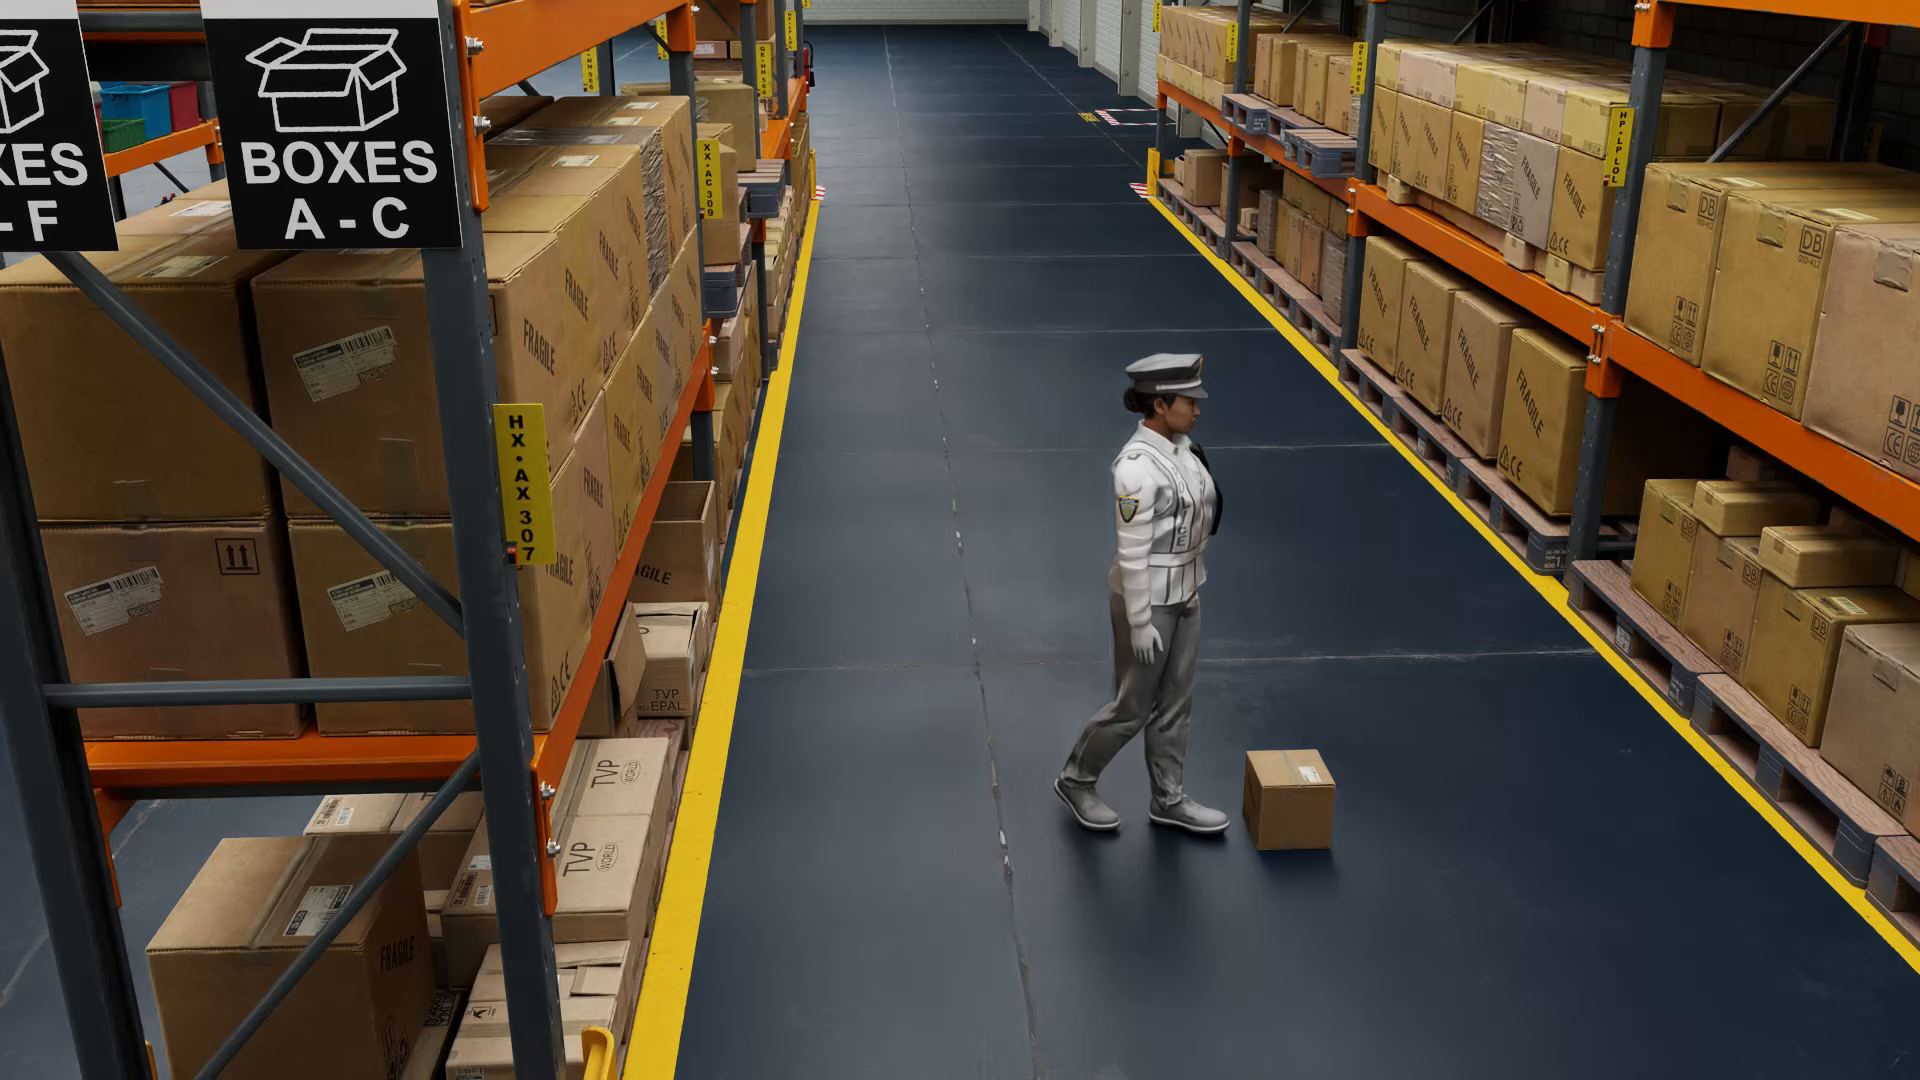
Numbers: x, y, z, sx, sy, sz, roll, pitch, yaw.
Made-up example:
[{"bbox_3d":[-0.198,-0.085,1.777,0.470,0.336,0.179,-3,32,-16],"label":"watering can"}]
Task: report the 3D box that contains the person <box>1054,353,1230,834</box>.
[{"bbox_3d":[0.639,0.188,5.526,0.613,1.665,0.502,10,23,25],"label":"person"}]
